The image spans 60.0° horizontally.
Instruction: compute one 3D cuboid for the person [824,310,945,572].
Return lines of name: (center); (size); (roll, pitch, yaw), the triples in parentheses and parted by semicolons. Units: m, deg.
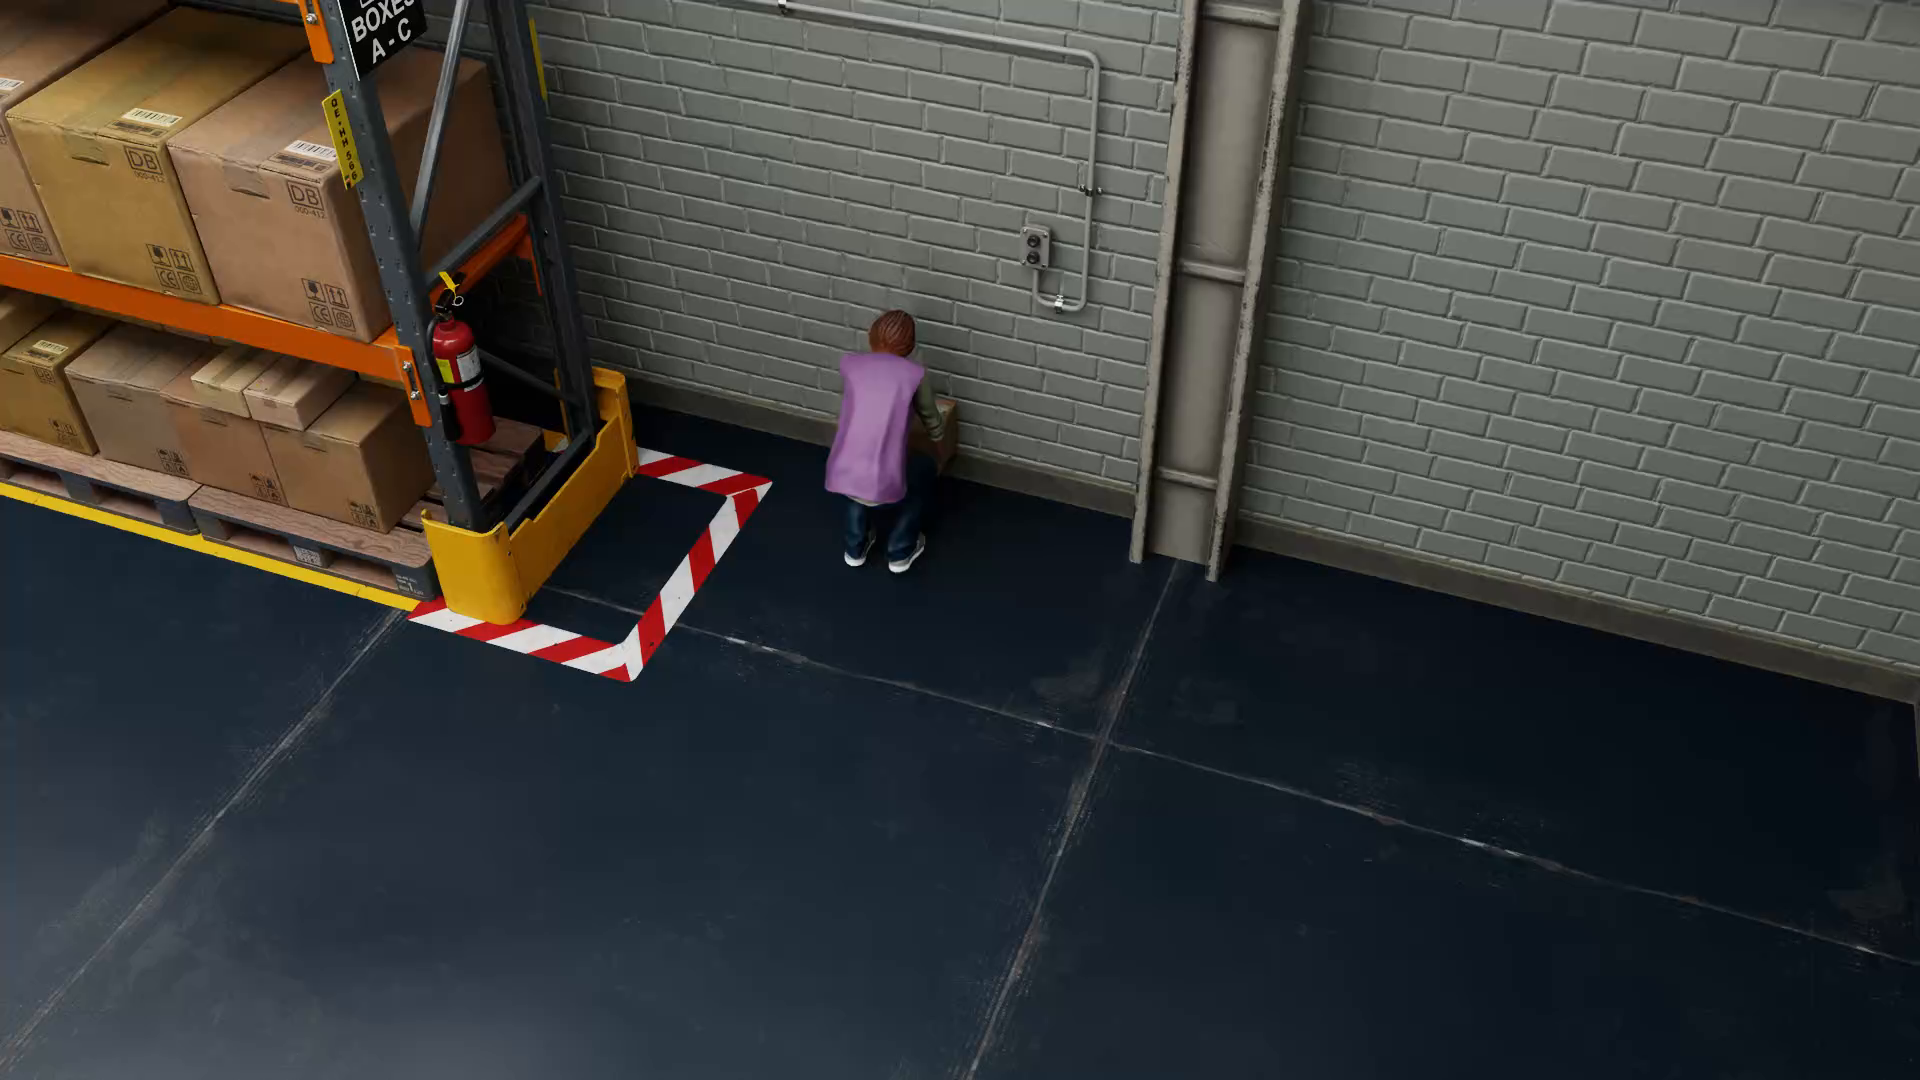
person: (-0.340, -0.370, 6.995); (0.455, 1.039, 0.757); (14, 44, 15)
